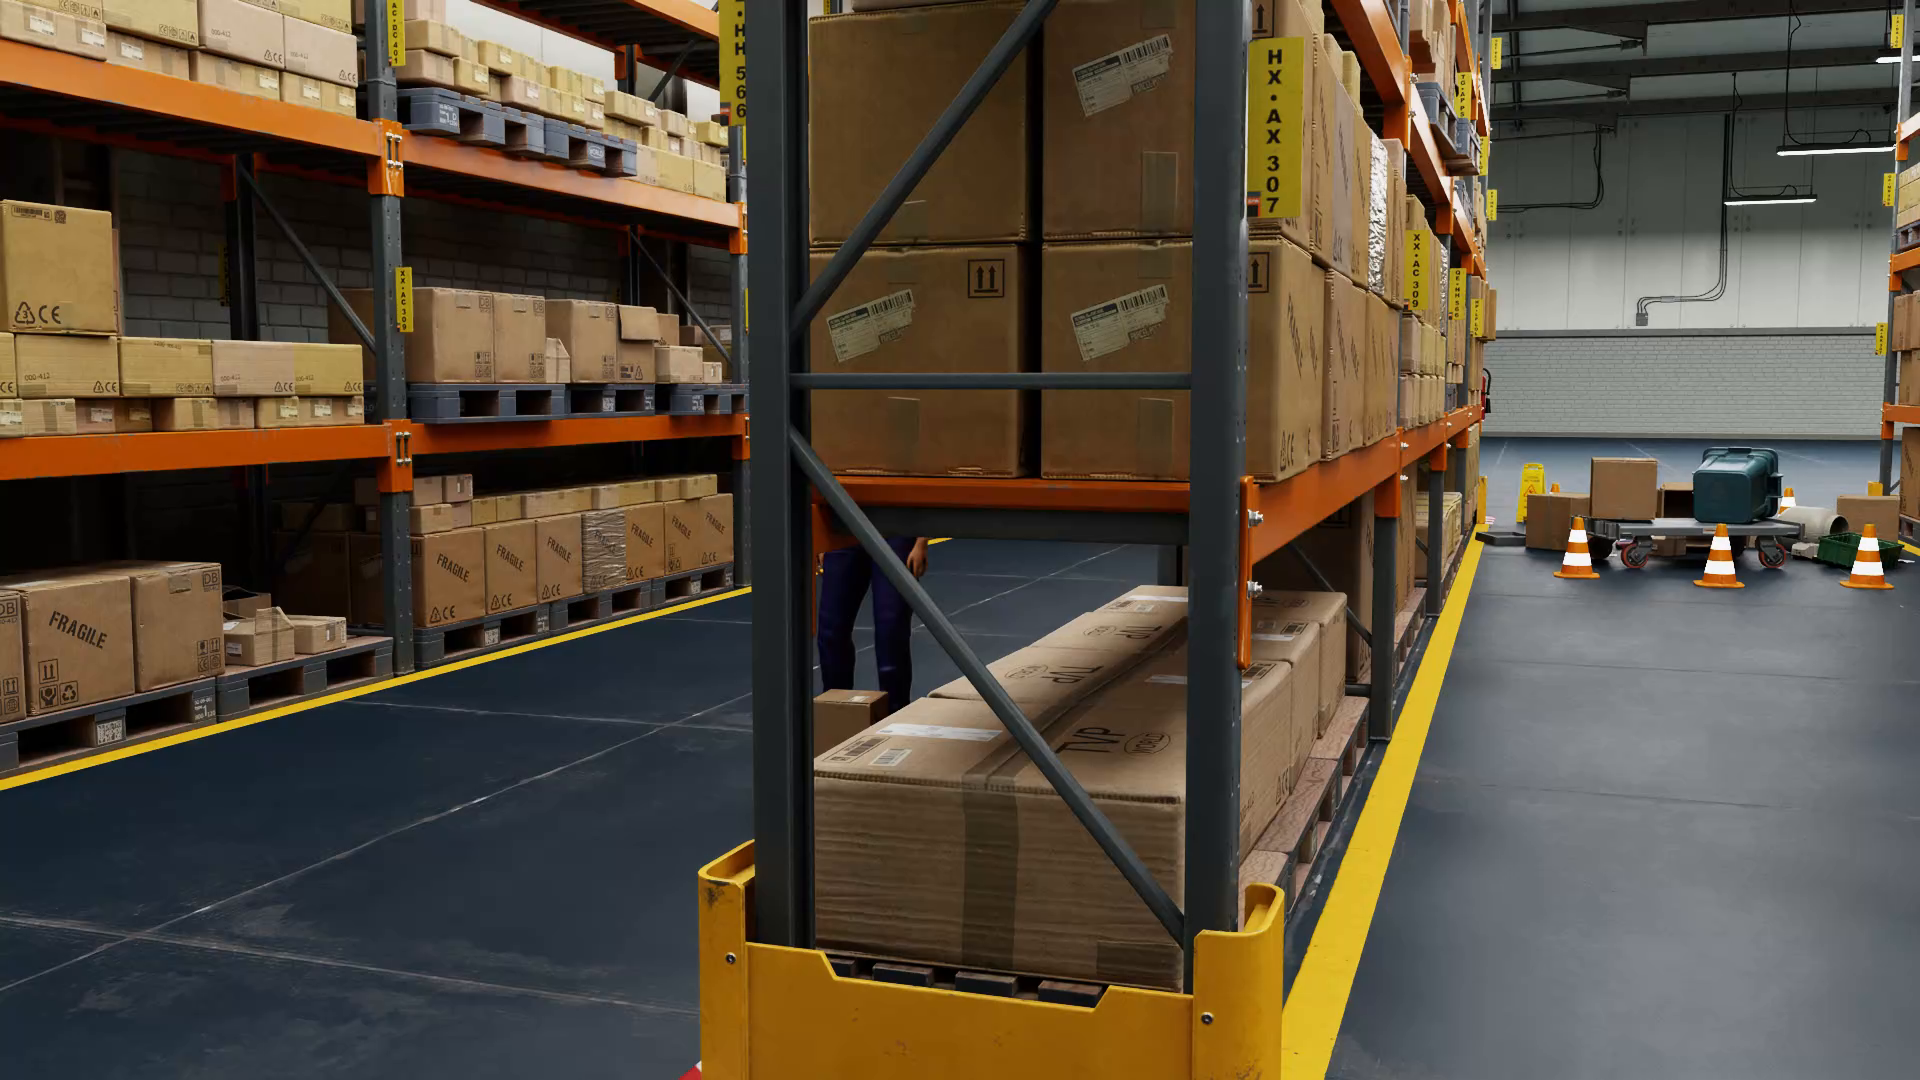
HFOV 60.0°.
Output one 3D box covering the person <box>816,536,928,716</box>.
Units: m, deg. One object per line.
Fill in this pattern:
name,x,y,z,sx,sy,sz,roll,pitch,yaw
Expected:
person,-0.382,0.038,6.874,0.543,1.652,0.414,2,6,18
